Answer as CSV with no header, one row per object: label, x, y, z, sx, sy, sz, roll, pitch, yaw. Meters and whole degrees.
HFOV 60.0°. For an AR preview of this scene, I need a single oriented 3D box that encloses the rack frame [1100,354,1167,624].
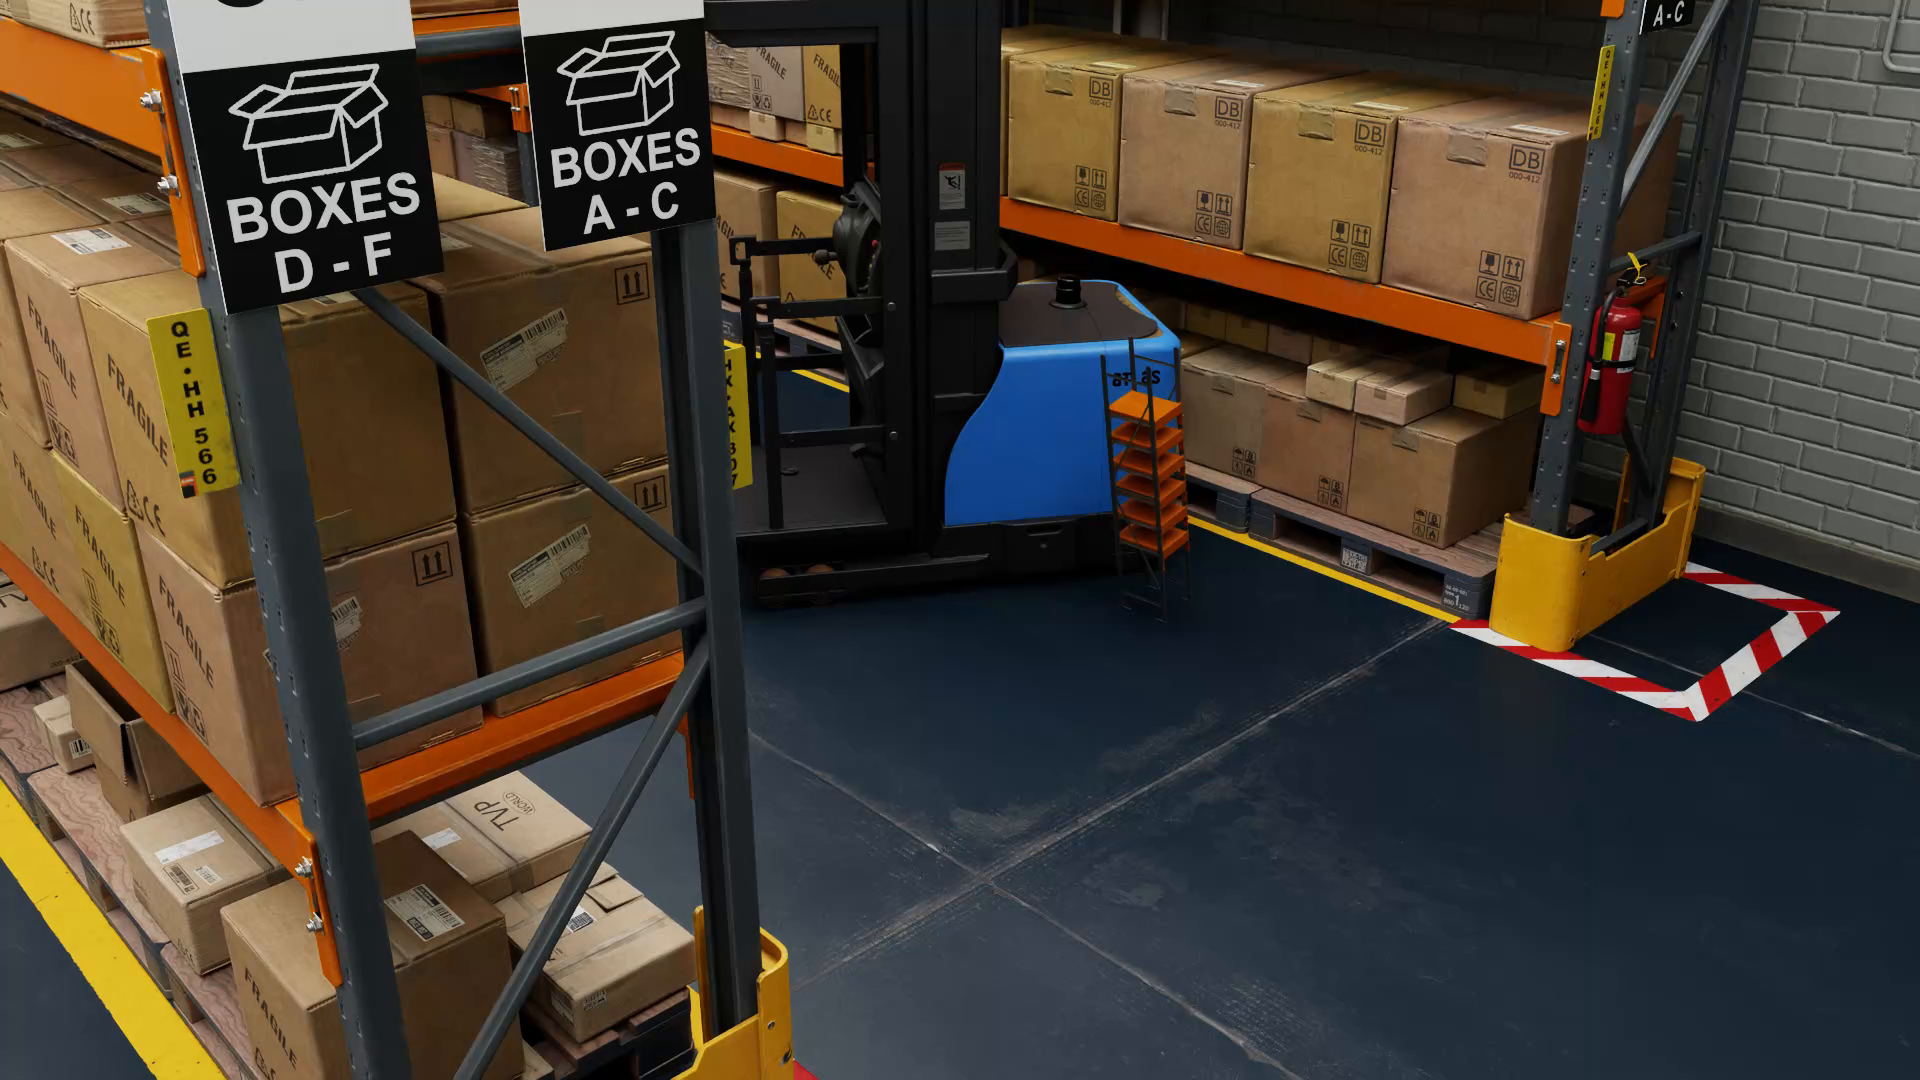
rack frame,0.708,-0.187,6.734,0.240,1.200,0.006,20,42,37

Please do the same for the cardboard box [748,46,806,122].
cardboard box,-0.879,-2.743,9.645,0.500,0.500,0.500,-21,32,-38

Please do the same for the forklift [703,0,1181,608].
forklift,-0.613,-1.280,7.025,3.031,2.935,1.130,-5,25,-11

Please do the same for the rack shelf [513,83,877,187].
rack shelf,-1.390,-2.611,10.727,1.077,0.370,4.000,-21,32,-38

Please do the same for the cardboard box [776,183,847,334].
cardboard box,-0.563,-1.706,9.959,0.750,0.750,0.750,-21,32,-38

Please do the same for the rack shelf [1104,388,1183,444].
rack shelf,0.731,-0.495,6.622,0.258,0.103,0.180,20,42,37

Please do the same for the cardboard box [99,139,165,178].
cardboard box,-2.063,-0.887,4.755,0.500,0.500,0.500,-22,32,-39

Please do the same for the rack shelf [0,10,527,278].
rack shelf,-2.270,-1.358,4.365,1.077,0.370,4.000,-21,32,-38

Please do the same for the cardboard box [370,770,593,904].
cardboard box,-1.409,0.940,4.859,0.500,0.250,0.500,-21,32,-38

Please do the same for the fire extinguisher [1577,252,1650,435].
fire extinguisher,2.477,-0.739,6.299,0.296,0.674,0.183,-21,32,-38

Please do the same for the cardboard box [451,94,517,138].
cardboard box,-3.631,-3.342,13.041,0.500,0.250,0.500,-20,32,-38

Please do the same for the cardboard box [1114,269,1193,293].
cardboard box,1.001,-1.287,8.682,0.380,0.149,0.250,-23,33,-40

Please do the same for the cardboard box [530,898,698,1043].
cardboard box,-0.938,1.158,4.502,0.380,0.149,0.250,-21,32,-38

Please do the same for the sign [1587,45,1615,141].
sign,2.305,-1.606,5.975,0.100,0.325,0.005,-21,32,-38

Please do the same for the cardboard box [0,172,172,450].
cardboard box,-2.112,-0.580,4.082,0.500,0.500,0.500,-20,31,-37

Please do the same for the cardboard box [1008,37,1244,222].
cardboard box,0.830,-2.077,8.328,0.980,0.700,0.700,-22,33,-40

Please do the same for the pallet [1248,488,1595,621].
pallet,2.107,-0.072,7.654,1.003,0.211,1.213,-21,32,-38

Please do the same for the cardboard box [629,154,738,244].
cardboard box,-1.757,-2.230,11.109,0.750,0.750,0.750,-21,32,-39

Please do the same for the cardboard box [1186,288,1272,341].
cardboard box,1.350,-1.133,8.343,0.380,0.149,0.250,-22,32,-39

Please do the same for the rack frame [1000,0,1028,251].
rack frame,-0.023,-2.333,9.249,1.000,3.000,0.127,-21,32,-38

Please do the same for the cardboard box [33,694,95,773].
cardboard box,-2.909,0.610,5.681,0.380,0.166,0.250,-21,32,-38

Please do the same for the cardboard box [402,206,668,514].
cardboard box,-1.014,-0.424,3.740,0.500,0.500,0.500,-20,31,-37

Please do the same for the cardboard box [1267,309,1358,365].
cardboard box,1.698,-0.978,8.005,0.380,0.149,0.250,-21,32,-38

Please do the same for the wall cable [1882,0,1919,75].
wall cable,4.276,-1.463,6.120,0.084,1.984,1.851,-21,32,-38

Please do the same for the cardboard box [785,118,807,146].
cardboard box,-0.795,-2.411,9.699,0.380,0.149,0.250,-20,31,-37

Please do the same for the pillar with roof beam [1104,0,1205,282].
pillar with roof beam,-2.056,-3.874,5.400,9.100,9.000,0.400,-21,32,-38

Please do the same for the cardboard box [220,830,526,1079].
cardboard box,-1.454,1.128,4.145,0.500,0.500,0.500,-21,32,-38

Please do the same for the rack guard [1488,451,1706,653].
rack guard,2.727,0.024,7.096,1.175,0.500,0.348,-21,32,-38

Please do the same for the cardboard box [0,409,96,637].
cardboard box,-2.102,-0.127,4.294,0.500,0.500,0.500,-21,32,-38

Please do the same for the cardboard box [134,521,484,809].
cardboard box,-1.408,0.182,3.617,0.500,0.500,0.500,-20,31,-37

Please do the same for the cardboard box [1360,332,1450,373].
cardboard box,2.044,-0.825,7.670,0.380,0.149,0.250,-21,32,-38

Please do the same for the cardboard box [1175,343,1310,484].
cardboard box,1.473,-0.662,8.093,0.500,0.500,0.700,23,33,40

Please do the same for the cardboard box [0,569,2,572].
cardboard box,-4.183,-0.057,6.743,0.500,0.500,0.500,-21,32,-39

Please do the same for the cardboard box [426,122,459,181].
cardboard box,-3.915,-3.142,13.506,0.700,0.500,0.500,-21,32,-39

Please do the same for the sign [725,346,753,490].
sign,-0.507,-0.262,3.668,0.100,0.325,0.005,-21,32,-38

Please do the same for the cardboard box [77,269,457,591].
cardboard box,-1.408,-0.272,3.406,0.500,0.500,0.500,-22,32,-39

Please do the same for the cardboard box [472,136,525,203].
cardboard box,-3.288,-2.811,12.779,0.700,0.500,0.500,-21,32,-38

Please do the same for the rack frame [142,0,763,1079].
rack frame,-0.901,0.285,3.512,0.949,2.616,0.053,-21,32,-38

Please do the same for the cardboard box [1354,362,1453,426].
cardboard box,1.938,-0.641,7.264,0.380,0.149,0.250,-22,32,-39

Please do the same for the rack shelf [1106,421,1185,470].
rack shelf,0.745,-0.394,6.685,0.258,0.103,0.180,20,42,37

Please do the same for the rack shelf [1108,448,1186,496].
rack shelf,0.759,-0.293,6.748,0.258,0.103,0.180,20,42,37

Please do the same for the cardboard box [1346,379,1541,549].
cardboard box,2.159,-0.358,7.427,0.700,0.500,0.500,-21,32,-38

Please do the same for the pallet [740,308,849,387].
pallet,-0.606,-1.276,10.293,1.003,0.211,1.213,-21,32,-38

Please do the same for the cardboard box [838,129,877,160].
cardboard box,-0.461,-2.250,9.346,0.380,0.149,0.250,-21,32,-38

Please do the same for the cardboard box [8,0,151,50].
cardboard box,-1.447,-1.092,3.096,0.500,0.250,0.500,-21,32,-38

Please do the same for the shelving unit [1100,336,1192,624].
shelving unit,0.768,-0.230,6.788,0.258,1.200,0.189,20,42,37

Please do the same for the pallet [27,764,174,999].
pallet,-2.330,0.921,5.478,1.003,0.211,1.213,-21,32,-38

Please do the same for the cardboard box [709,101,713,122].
cardboard box,-1.471,-2.731,10.400,0.380,0.149,0.250,-20,31,-37

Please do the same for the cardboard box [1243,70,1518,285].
cardboard box,1.849,-1.626,7.339,0.980,0.700,0.700,-22,32,-39

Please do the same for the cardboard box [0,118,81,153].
cardboard box,-2.816,-0.892,4.766,0.500,0.500,0.500,-22,33,-40

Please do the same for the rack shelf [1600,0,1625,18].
rack shelf,1.343,-2.764,7.448,1.077,0.370,4.000,-21,32,-38

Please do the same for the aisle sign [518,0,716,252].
aisle sign,-0.642,-0.960,3.108,0.394,0.787,0.004,-21,32,-38

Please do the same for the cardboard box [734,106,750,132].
cardboard box,-1.137,-2.567,10.041,0.380,0.149,0.250,-21,32,-38

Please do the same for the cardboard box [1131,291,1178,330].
cardboard box,0.871,-1.112,8.298,0.380,0.149,0.250,-22,33,-40

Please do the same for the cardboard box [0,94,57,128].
cardboard box,-2.750,-1.192,5.425,0.500,0.500,0.500,-22,32,-39
